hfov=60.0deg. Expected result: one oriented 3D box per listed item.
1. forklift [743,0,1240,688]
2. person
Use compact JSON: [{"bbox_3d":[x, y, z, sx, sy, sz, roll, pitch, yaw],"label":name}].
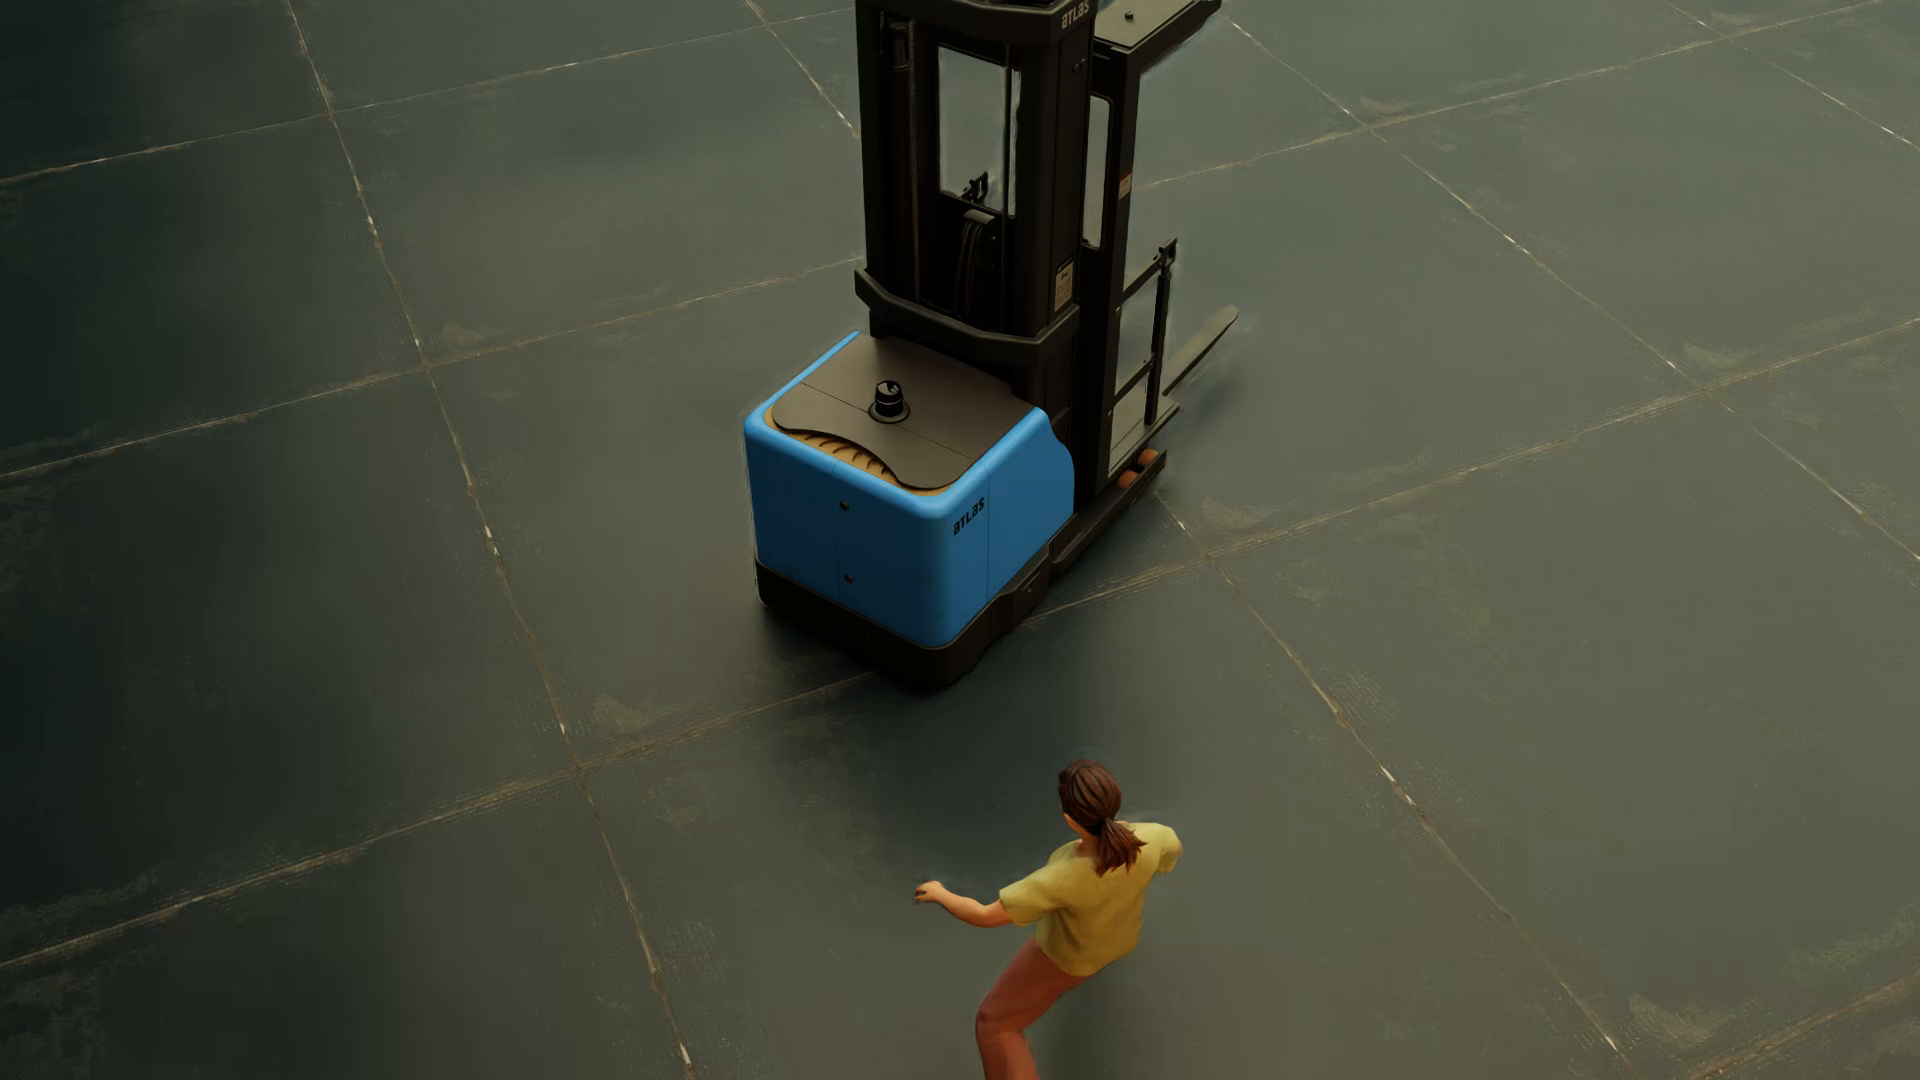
[{"bbox_3d":[0.347,-1.414,7.195,1.130,2.935,3.031,25,49,25],"label":"forklift"},{"bbox_3d":[0.322,1.209,5.462,1.025,1.519,0.953,-21,47,-21],"label":"person"}]
